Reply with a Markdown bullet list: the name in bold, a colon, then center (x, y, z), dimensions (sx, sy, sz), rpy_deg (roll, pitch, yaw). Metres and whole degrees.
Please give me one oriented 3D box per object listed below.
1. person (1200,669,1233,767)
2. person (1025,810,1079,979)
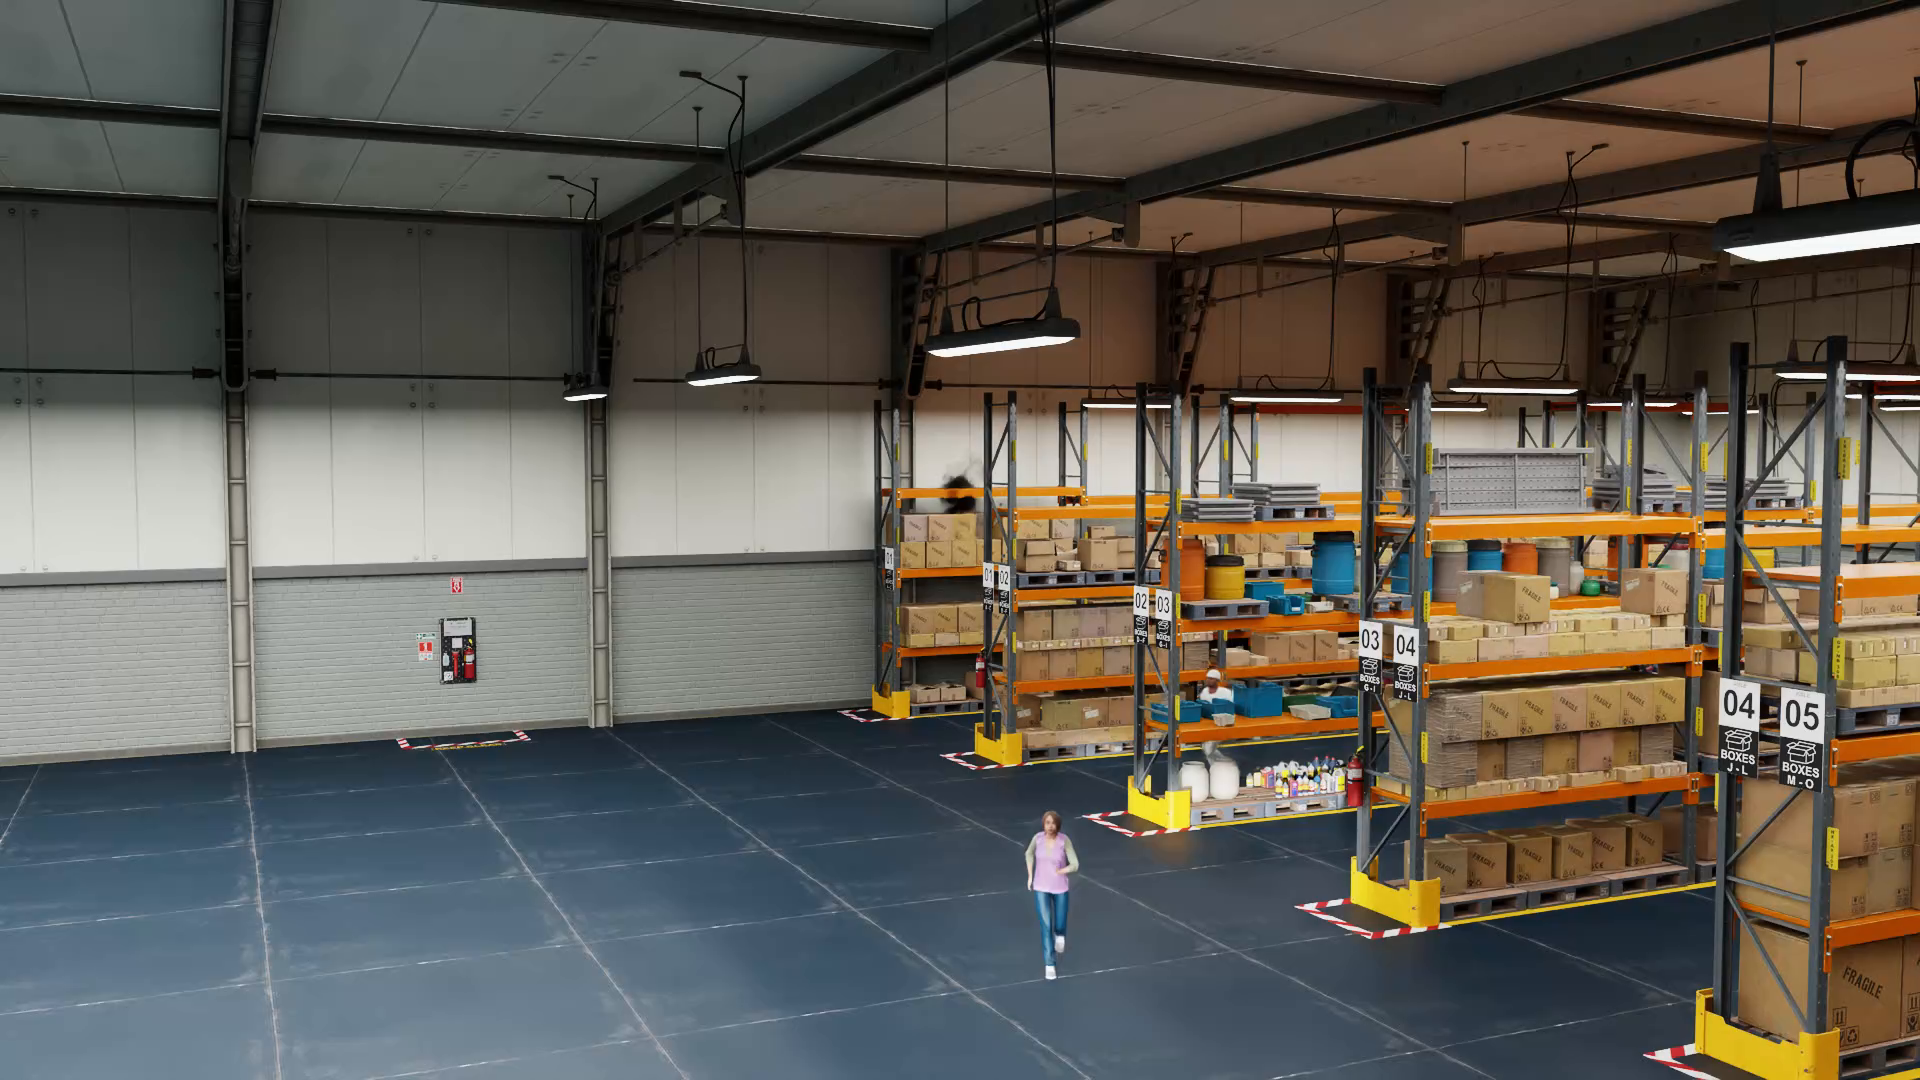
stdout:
- **person**: center (3.824, 2.825, 25.252), dimensions (0.573, 1.723, 0.700), rpy_deg (-2, 4, -34)
- **person**: center (0.896, 3.414, 16.266), dimensions (0.538, 1.576, 0.804), rpy_deg (0, 3, 7)
